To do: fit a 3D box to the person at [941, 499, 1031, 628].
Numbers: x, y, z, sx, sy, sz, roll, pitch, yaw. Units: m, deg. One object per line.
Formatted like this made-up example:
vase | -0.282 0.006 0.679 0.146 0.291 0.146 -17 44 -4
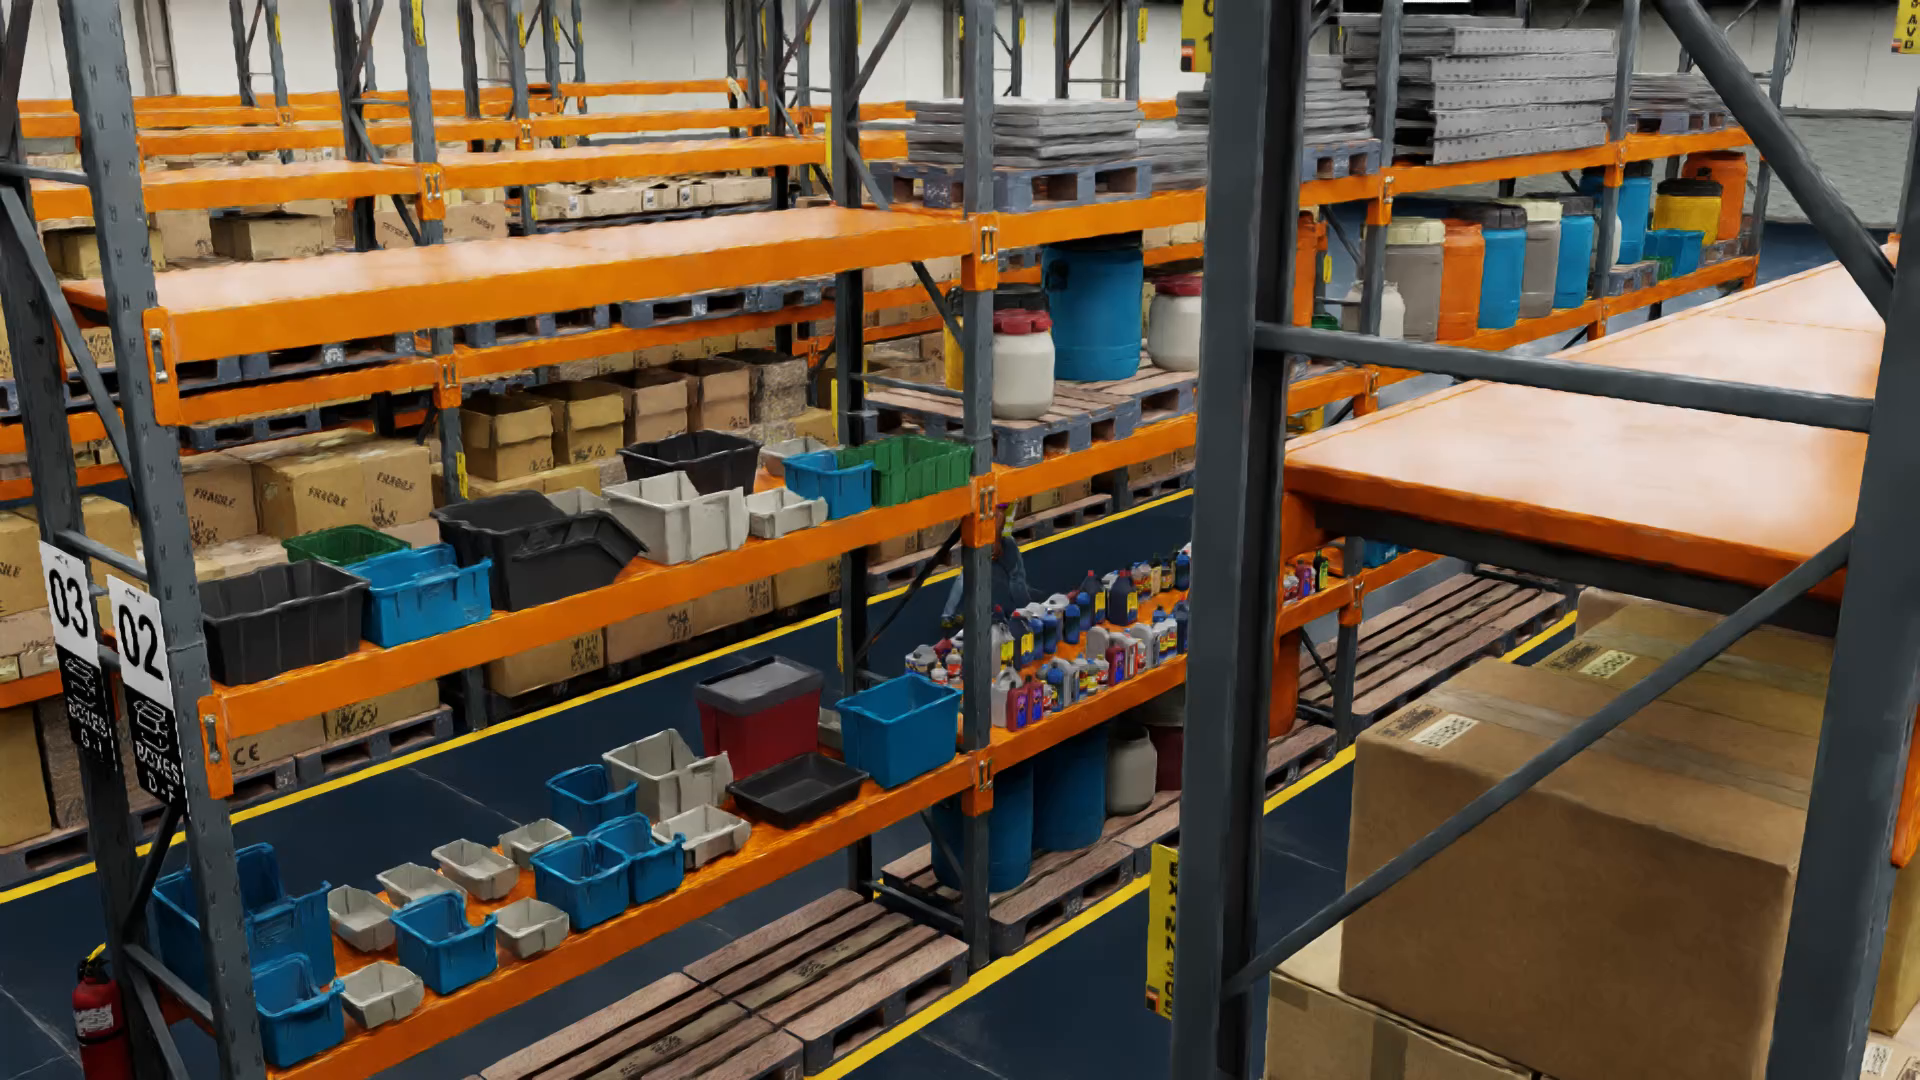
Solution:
person | 0.318 -0.070 14.301 0.963 1.727 0.617 -8 18 -24
